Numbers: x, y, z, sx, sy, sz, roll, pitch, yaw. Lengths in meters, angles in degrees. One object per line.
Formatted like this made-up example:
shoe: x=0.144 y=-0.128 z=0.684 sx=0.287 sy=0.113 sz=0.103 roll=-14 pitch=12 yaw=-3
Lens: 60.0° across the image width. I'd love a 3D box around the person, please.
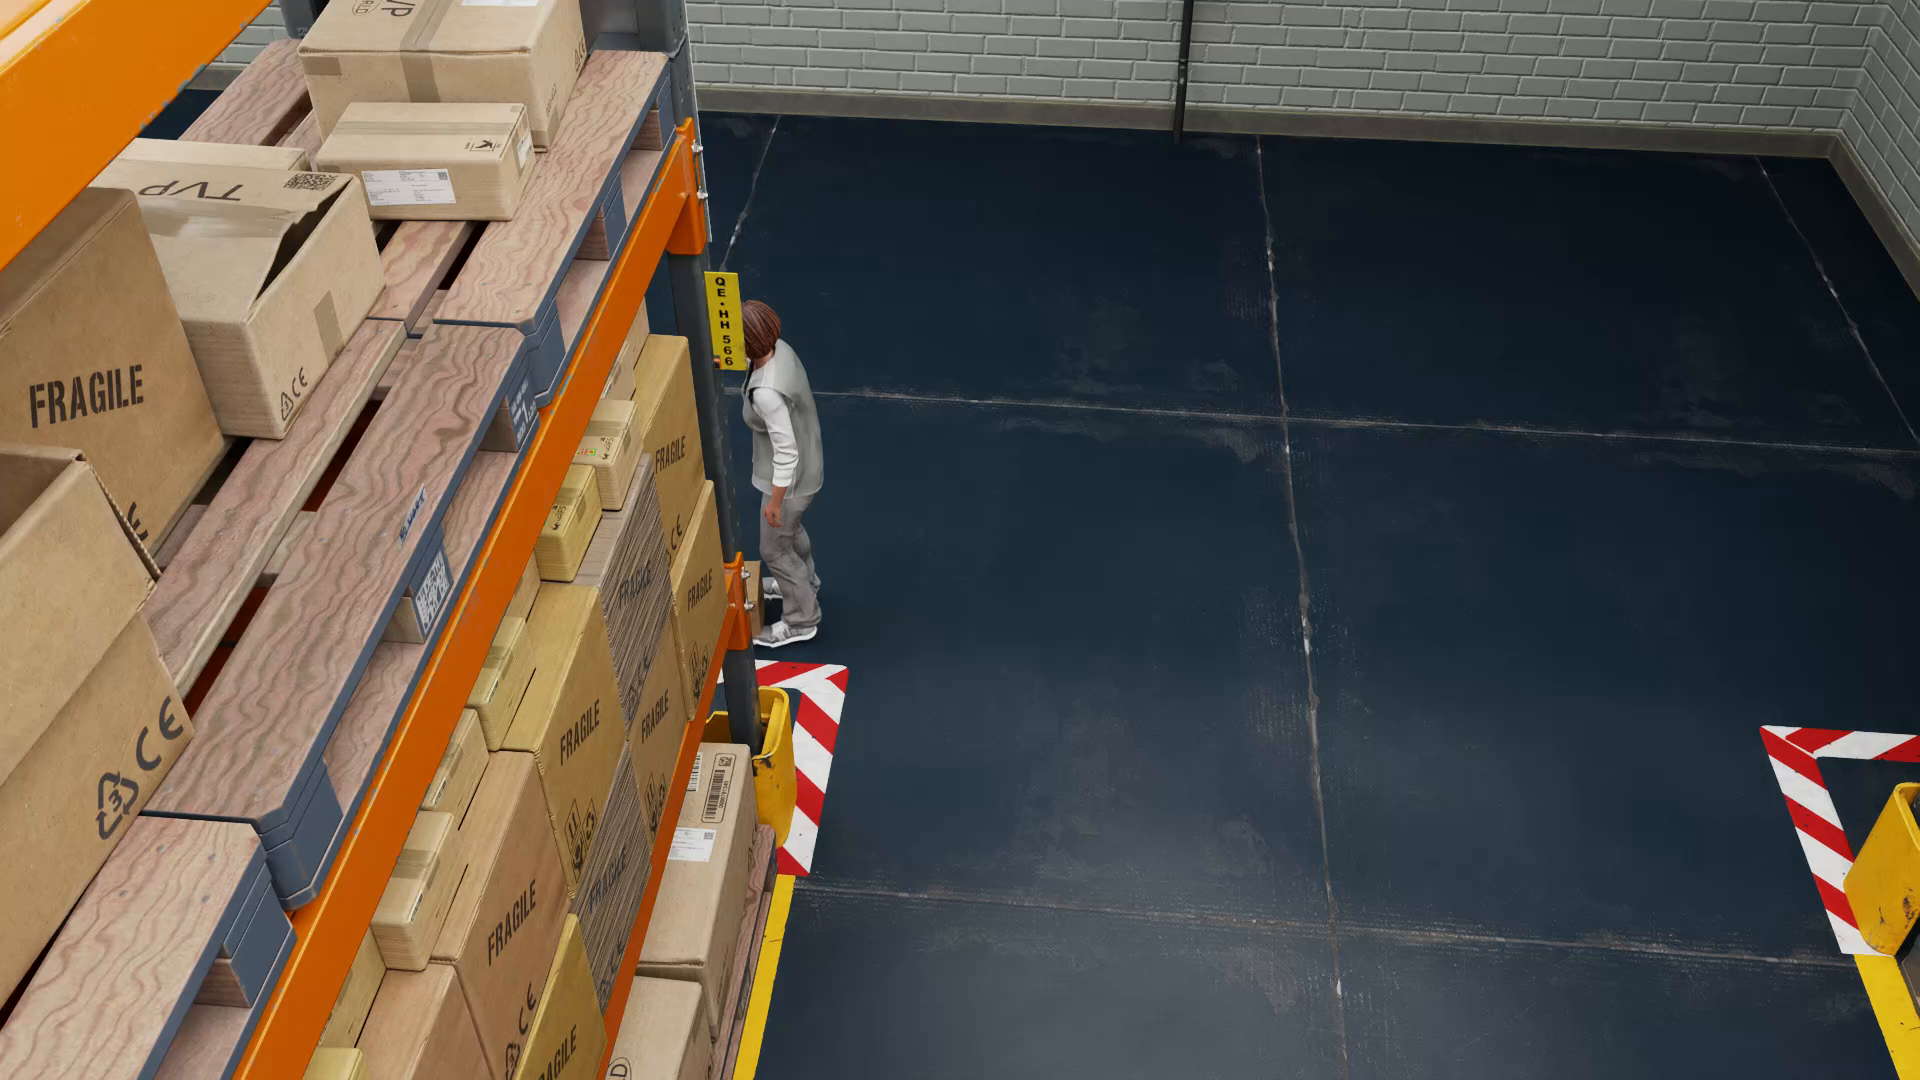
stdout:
person: x=-0.702 y=-0.260 z=6.470 sx=0.347 sy=1.592 sz=0.485 roll=-3 pitch=41 yaw=-4
